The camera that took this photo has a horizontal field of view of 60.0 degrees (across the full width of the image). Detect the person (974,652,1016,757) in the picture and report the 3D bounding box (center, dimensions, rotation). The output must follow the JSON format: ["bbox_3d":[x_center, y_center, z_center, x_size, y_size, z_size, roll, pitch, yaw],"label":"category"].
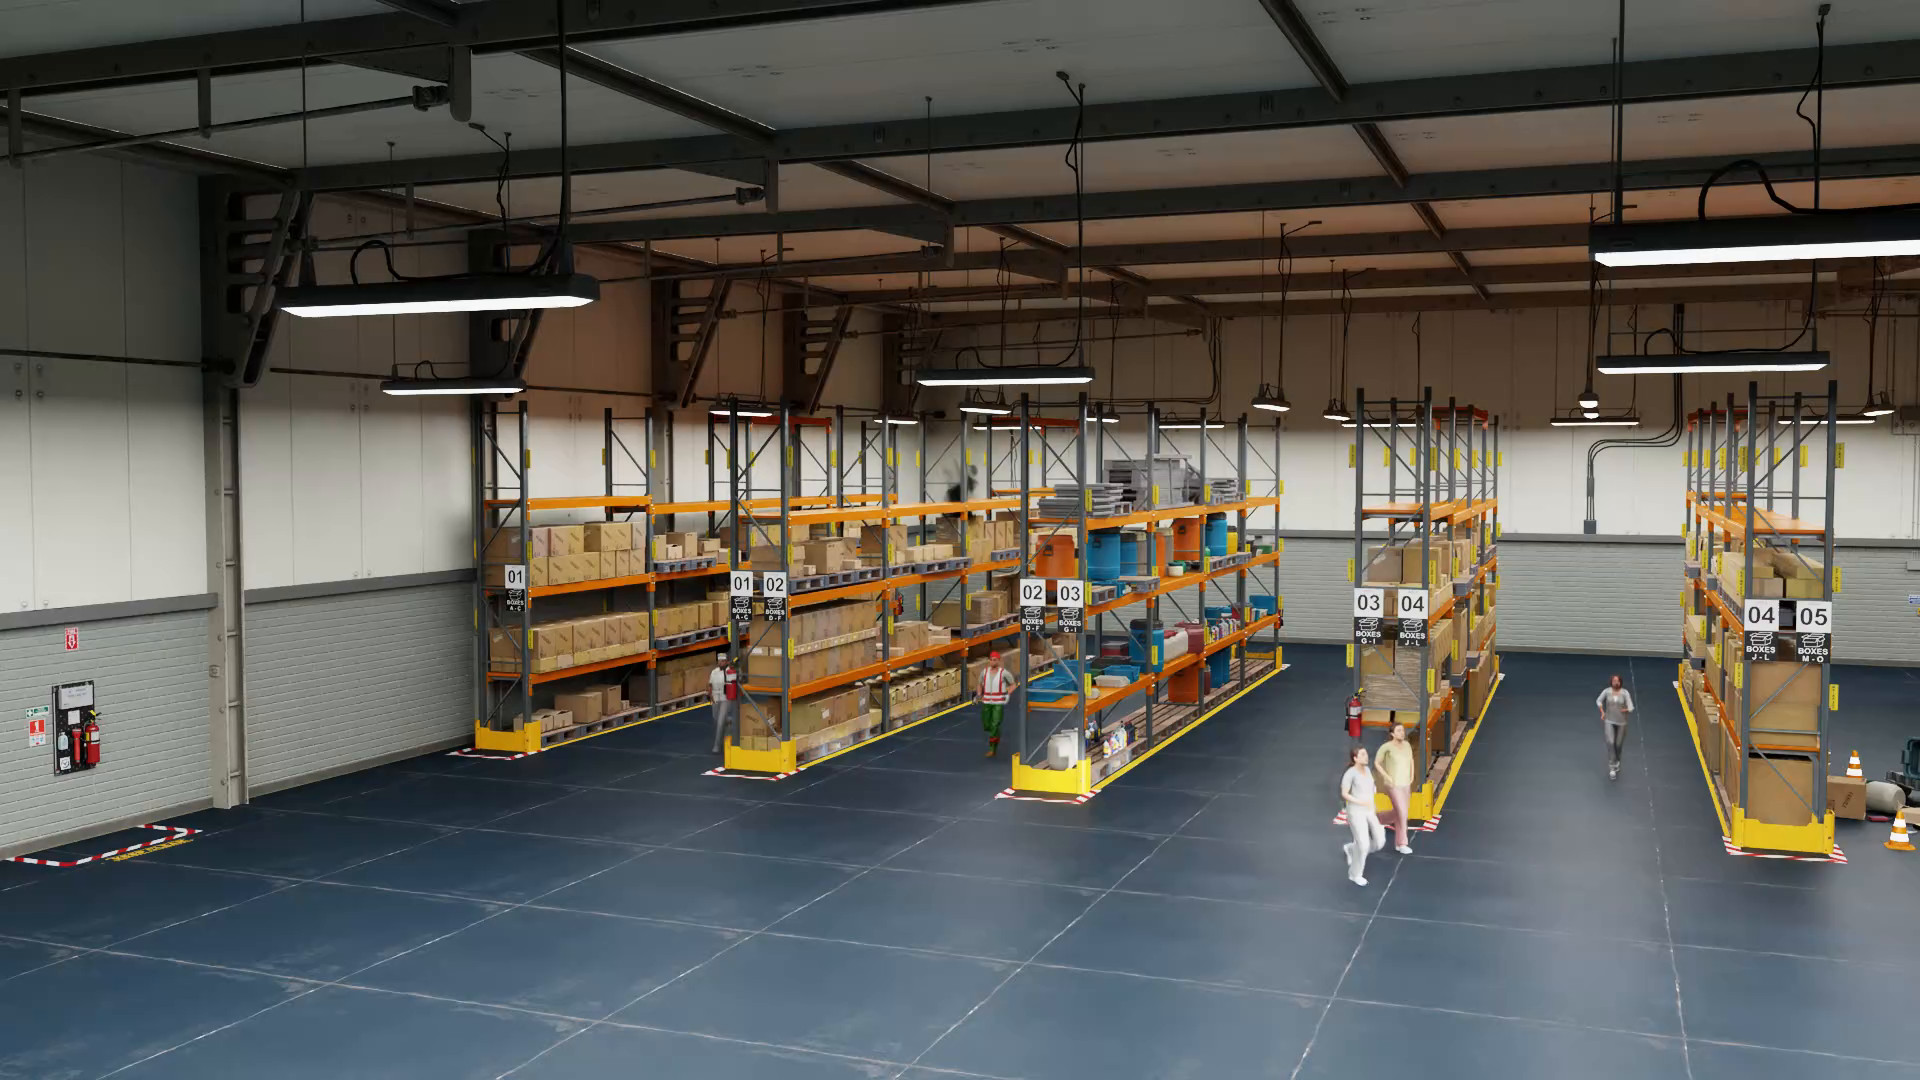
[{"bbox_3d":[0.603,2.761,28.138,0.667,1.749,0.745,1,3,19],"label":"person"}]

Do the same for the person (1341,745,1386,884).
[{"bbox_3d":[4.725,3.232,19.609,0.601,1.636,0.578,-2,3,-37],"label":"person"}]

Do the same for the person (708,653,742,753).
[{"bbox_3d":[-4.095,2.790,28.815,0.557,1.692,0.962,1,3,19],"label":"person"}]

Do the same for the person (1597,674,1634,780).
[{"bbox_3d":[10.326,2.910,26.207,0.538,1.610,0.789,1,3,18],"label":"person"}]

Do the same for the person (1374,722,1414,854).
[{"bbox_3d":[5.558,3.137,21.322,0.578,1.659,0.757,-1,3,-23],"label":"person"}]
